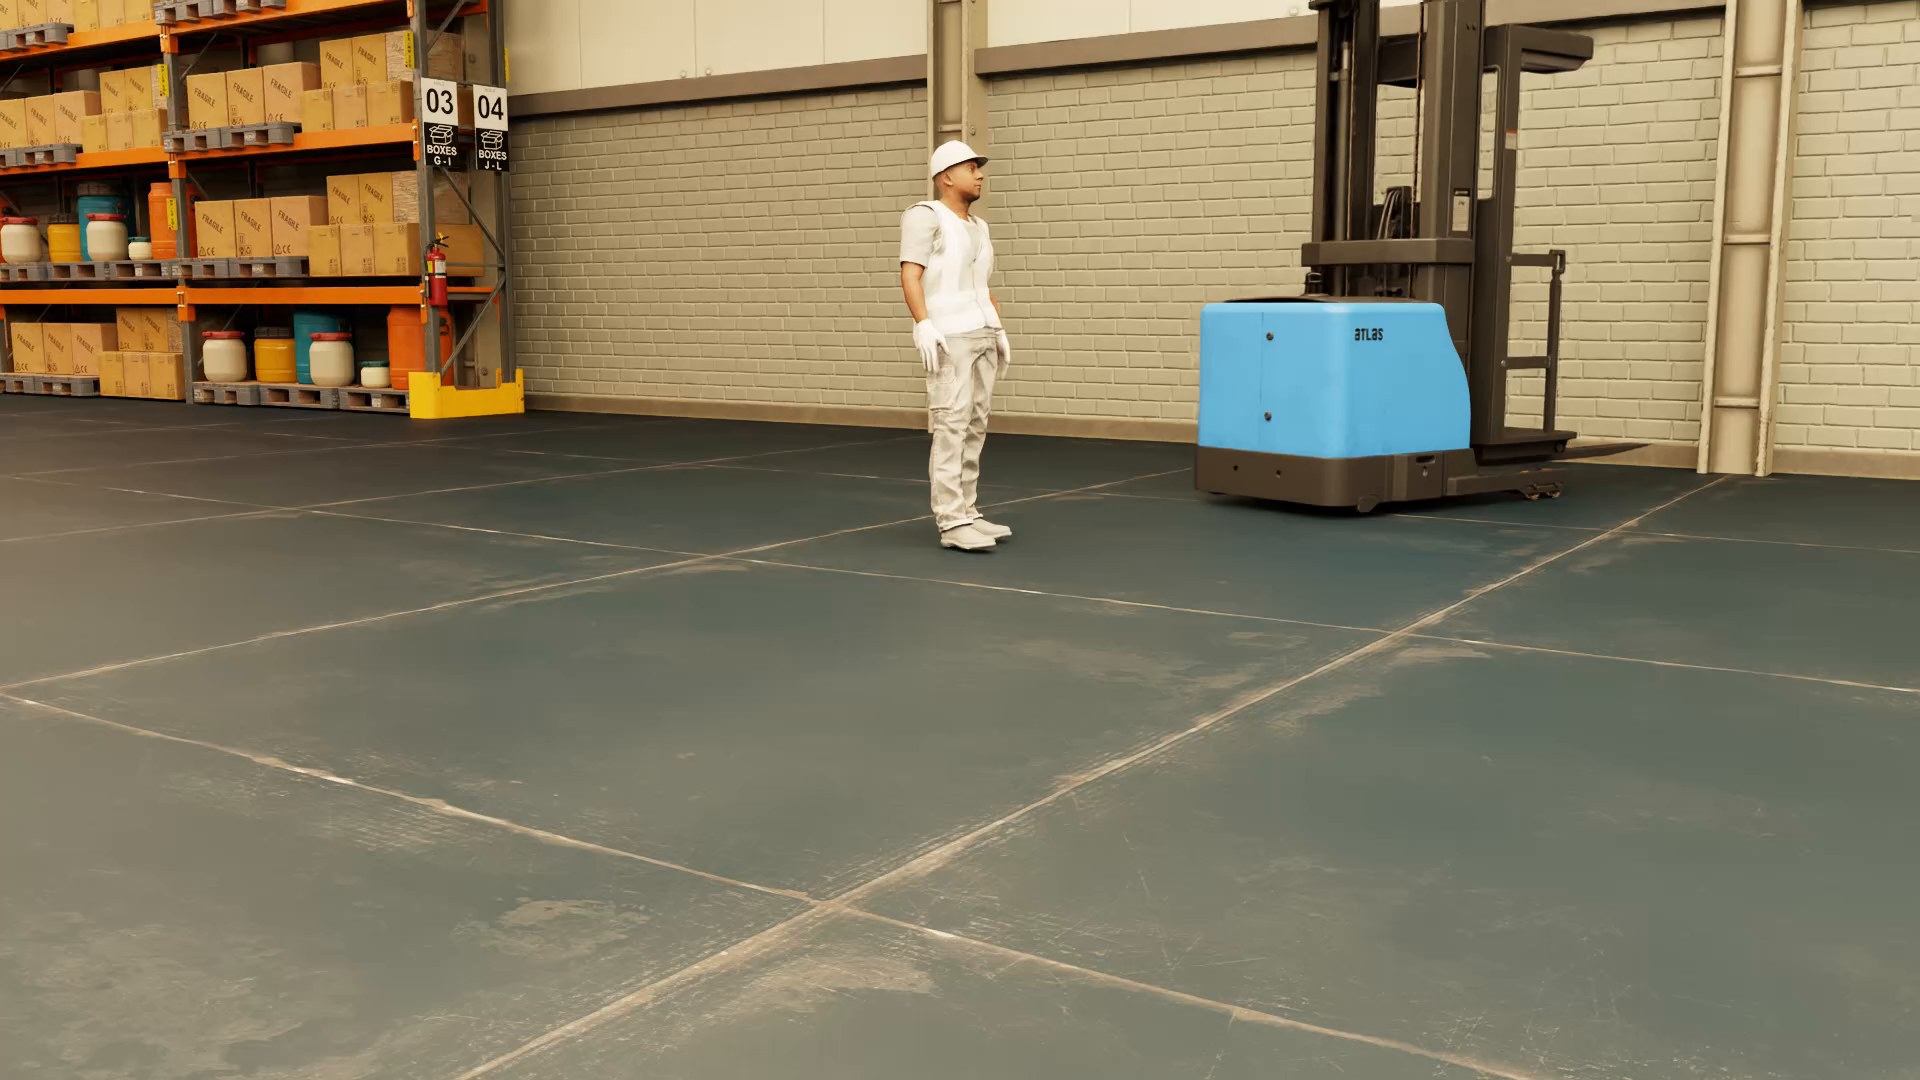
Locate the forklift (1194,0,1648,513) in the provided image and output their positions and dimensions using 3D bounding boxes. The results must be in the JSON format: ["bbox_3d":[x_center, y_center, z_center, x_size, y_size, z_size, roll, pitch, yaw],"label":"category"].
[{"bbox_3d":[2.763,-1.724,9.316,3.031,2.935,1.130,-6,10,-36],"label":"forklift"}]

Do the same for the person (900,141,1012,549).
[{"bbox_3d":[0.055,-0.883,7.430,0.577,1.781,0.656,5,10,34],"label":"person"}]
